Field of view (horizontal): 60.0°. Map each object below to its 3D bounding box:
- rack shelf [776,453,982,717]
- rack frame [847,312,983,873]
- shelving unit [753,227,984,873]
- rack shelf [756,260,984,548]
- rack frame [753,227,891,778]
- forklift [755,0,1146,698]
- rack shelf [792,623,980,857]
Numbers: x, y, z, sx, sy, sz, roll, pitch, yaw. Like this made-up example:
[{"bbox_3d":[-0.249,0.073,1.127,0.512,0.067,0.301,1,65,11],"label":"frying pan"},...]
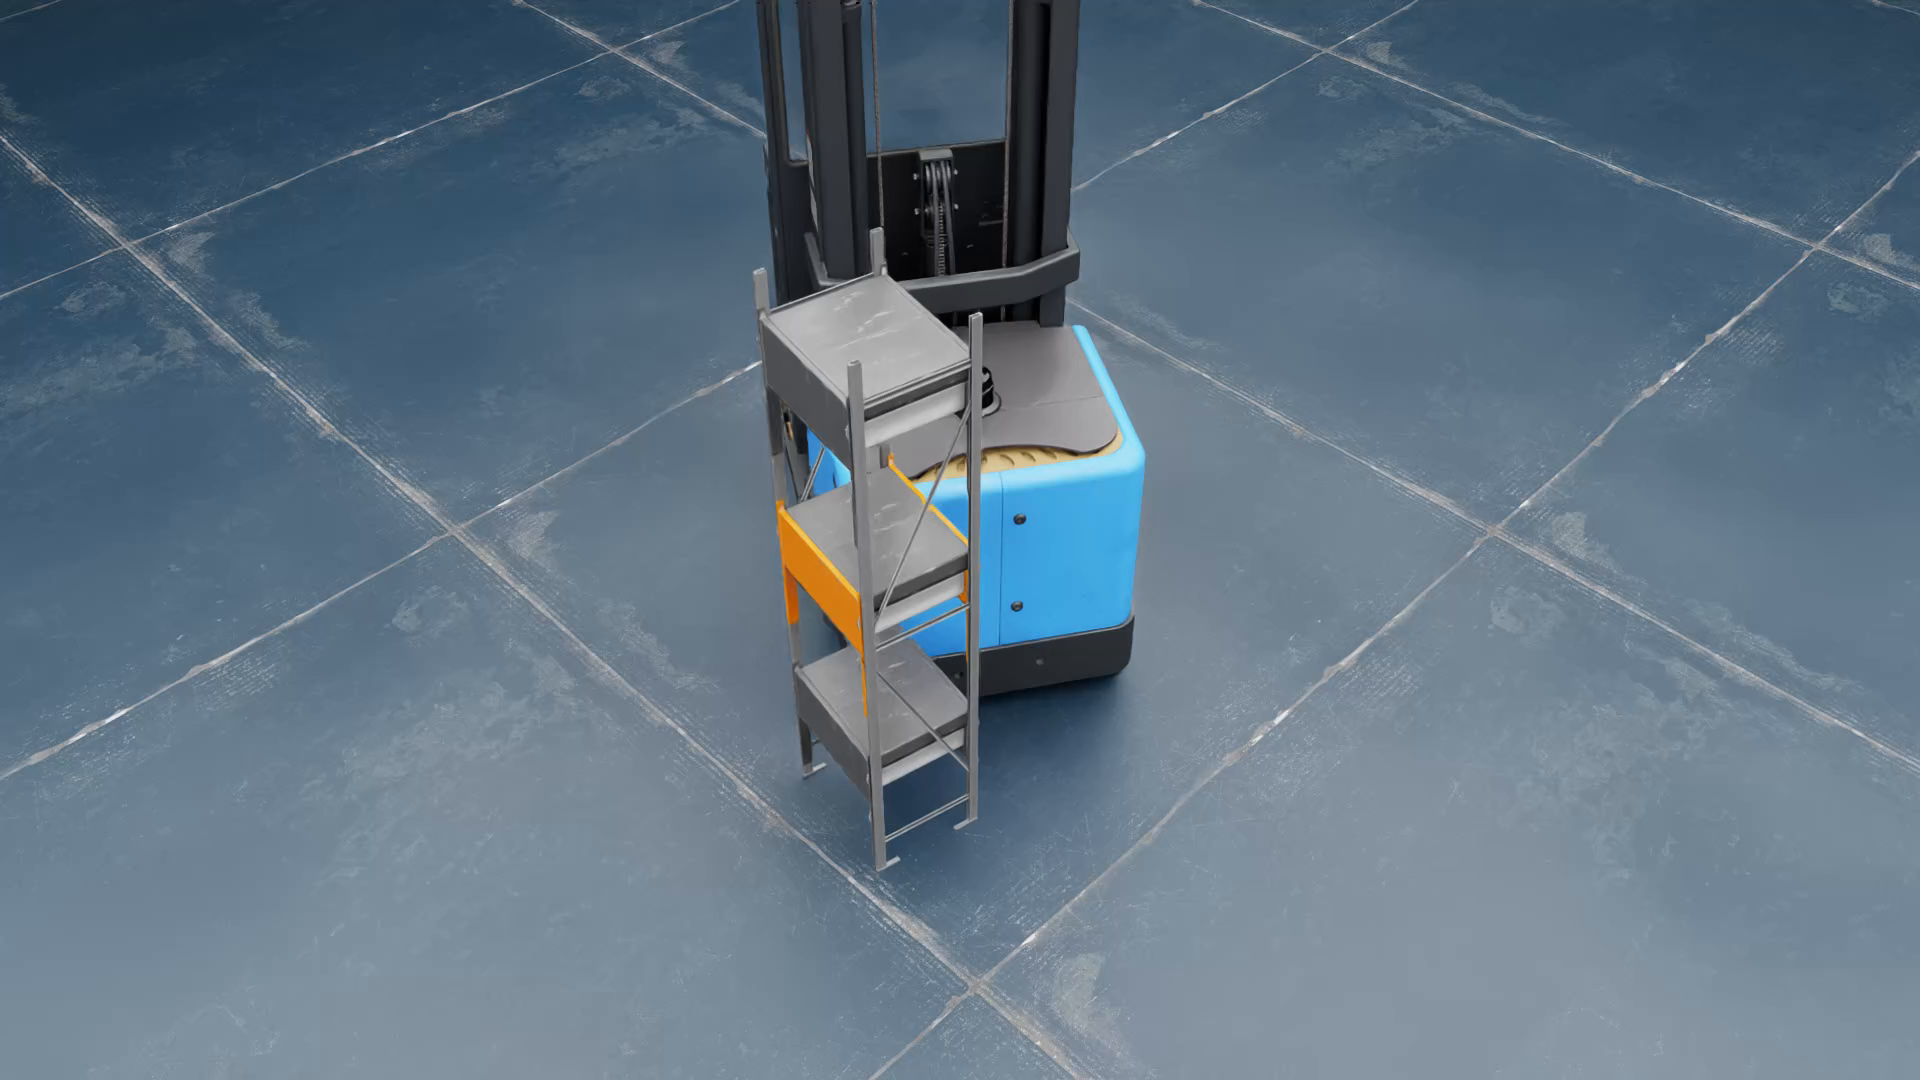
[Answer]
[{"bbox_3d":[-0.247,0.133,5.079,0.431,0.518,0.480,-24,48,-24],"label":"rack shelf"},{"bbox_3d":[-0.111,0.261,4.920,0.400,2.100,0.015,-24,48,-24],"label":"rack frame"},{"bbox_3d":[-0.247,0.123,5.069,0.431,2.100,0.503,-24,48,-24],"label":"shelving unit"},{"bbox_3d":[-0.247,-0.381,4.604,0.431,0.518,0.480,-24,48,-24],"label":"rack shelf"},{"bbox_3d":[-0.382,-0.014,5.219,0.400,2.100,0.015,-24,48,-24],"label":"rack frame"},{"bbox_3d":[-0.191,-1.469,6.180,1.130,2.935,3.031,-9,43,-9],"label":"forklift"},{"bbox_3d":[-0.247,0.647,5.554,0.431,0.518,0.480,-24,48,-24],"label":"rack shelf"}]
